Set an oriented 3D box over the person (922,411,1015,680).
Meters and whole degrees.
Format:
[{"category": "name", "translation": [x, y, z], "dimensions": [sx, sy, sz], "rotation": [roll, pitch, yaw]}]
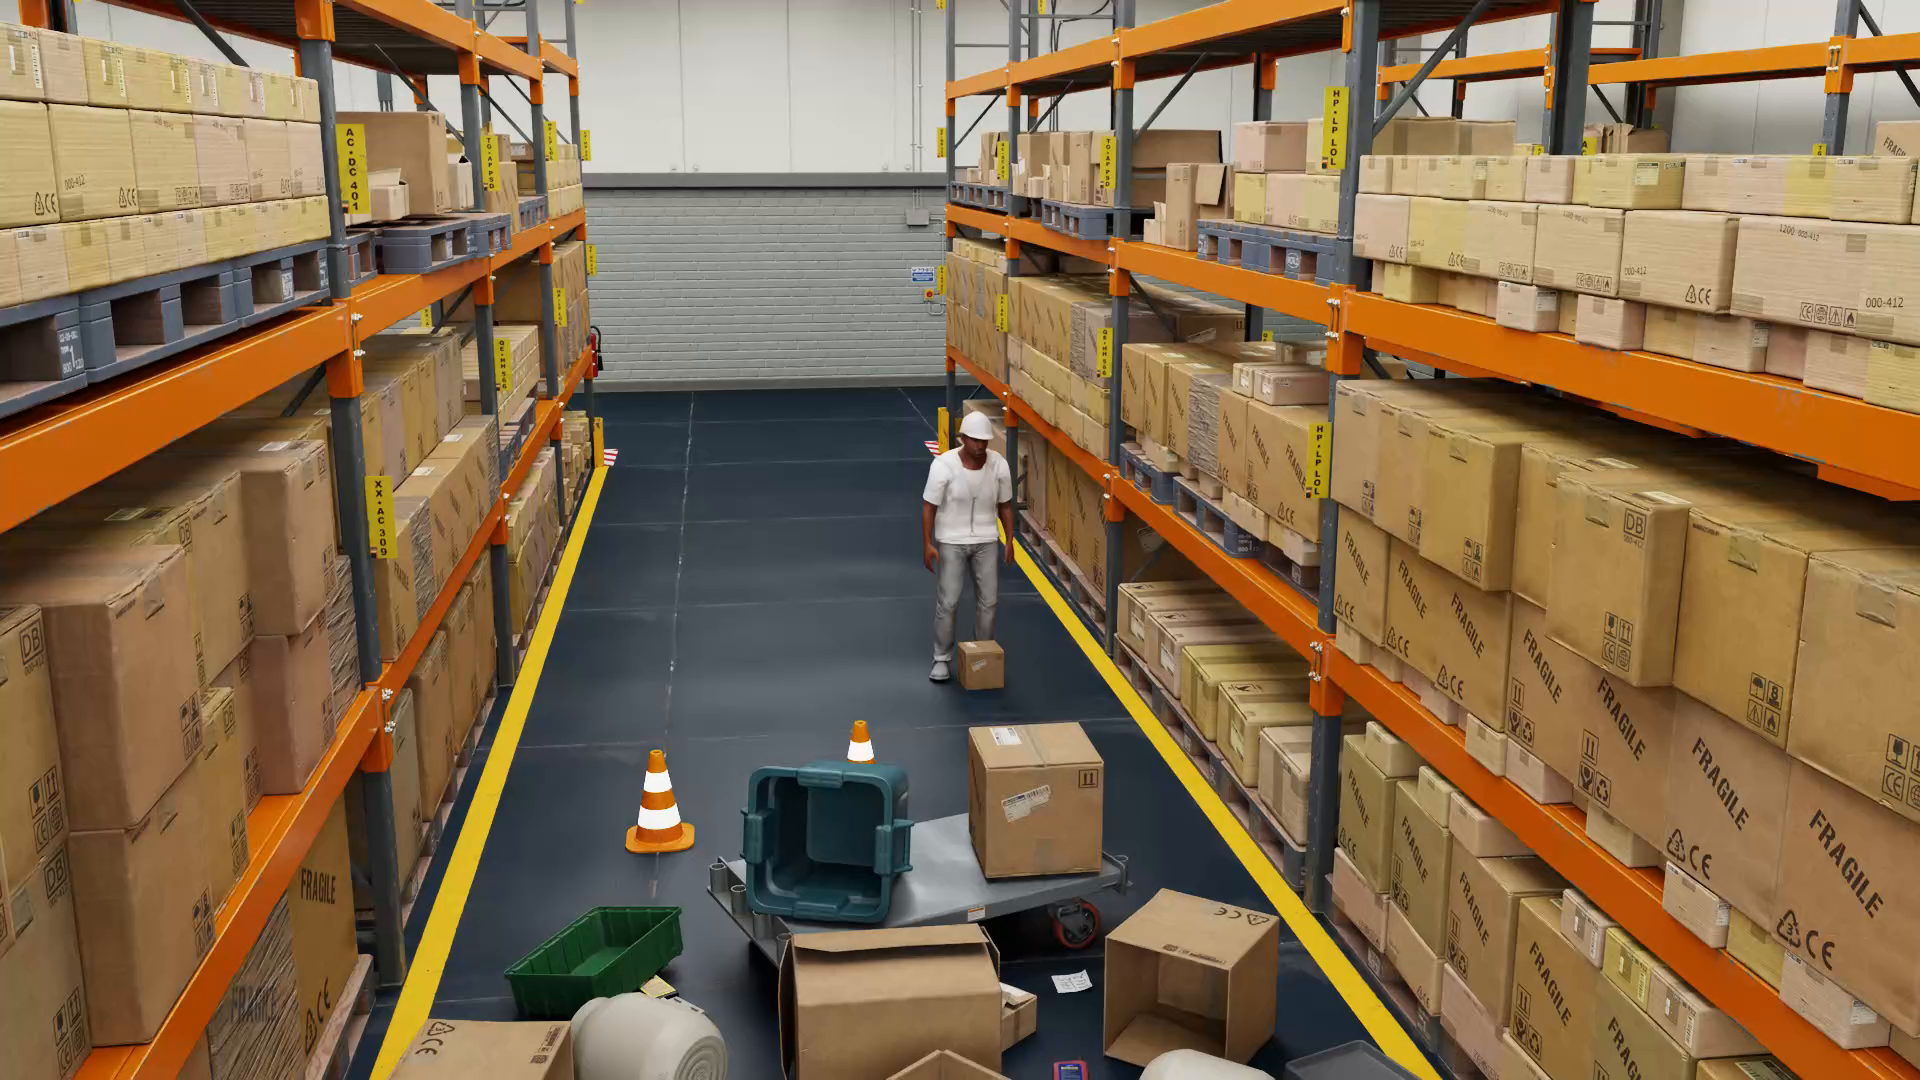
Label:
[{"category": "person", "translation": [0.062, 0.028, 10.826], "dimensions": [0.628, 1.759, 0.461], "rotation": [-3, 13, -14]}]
